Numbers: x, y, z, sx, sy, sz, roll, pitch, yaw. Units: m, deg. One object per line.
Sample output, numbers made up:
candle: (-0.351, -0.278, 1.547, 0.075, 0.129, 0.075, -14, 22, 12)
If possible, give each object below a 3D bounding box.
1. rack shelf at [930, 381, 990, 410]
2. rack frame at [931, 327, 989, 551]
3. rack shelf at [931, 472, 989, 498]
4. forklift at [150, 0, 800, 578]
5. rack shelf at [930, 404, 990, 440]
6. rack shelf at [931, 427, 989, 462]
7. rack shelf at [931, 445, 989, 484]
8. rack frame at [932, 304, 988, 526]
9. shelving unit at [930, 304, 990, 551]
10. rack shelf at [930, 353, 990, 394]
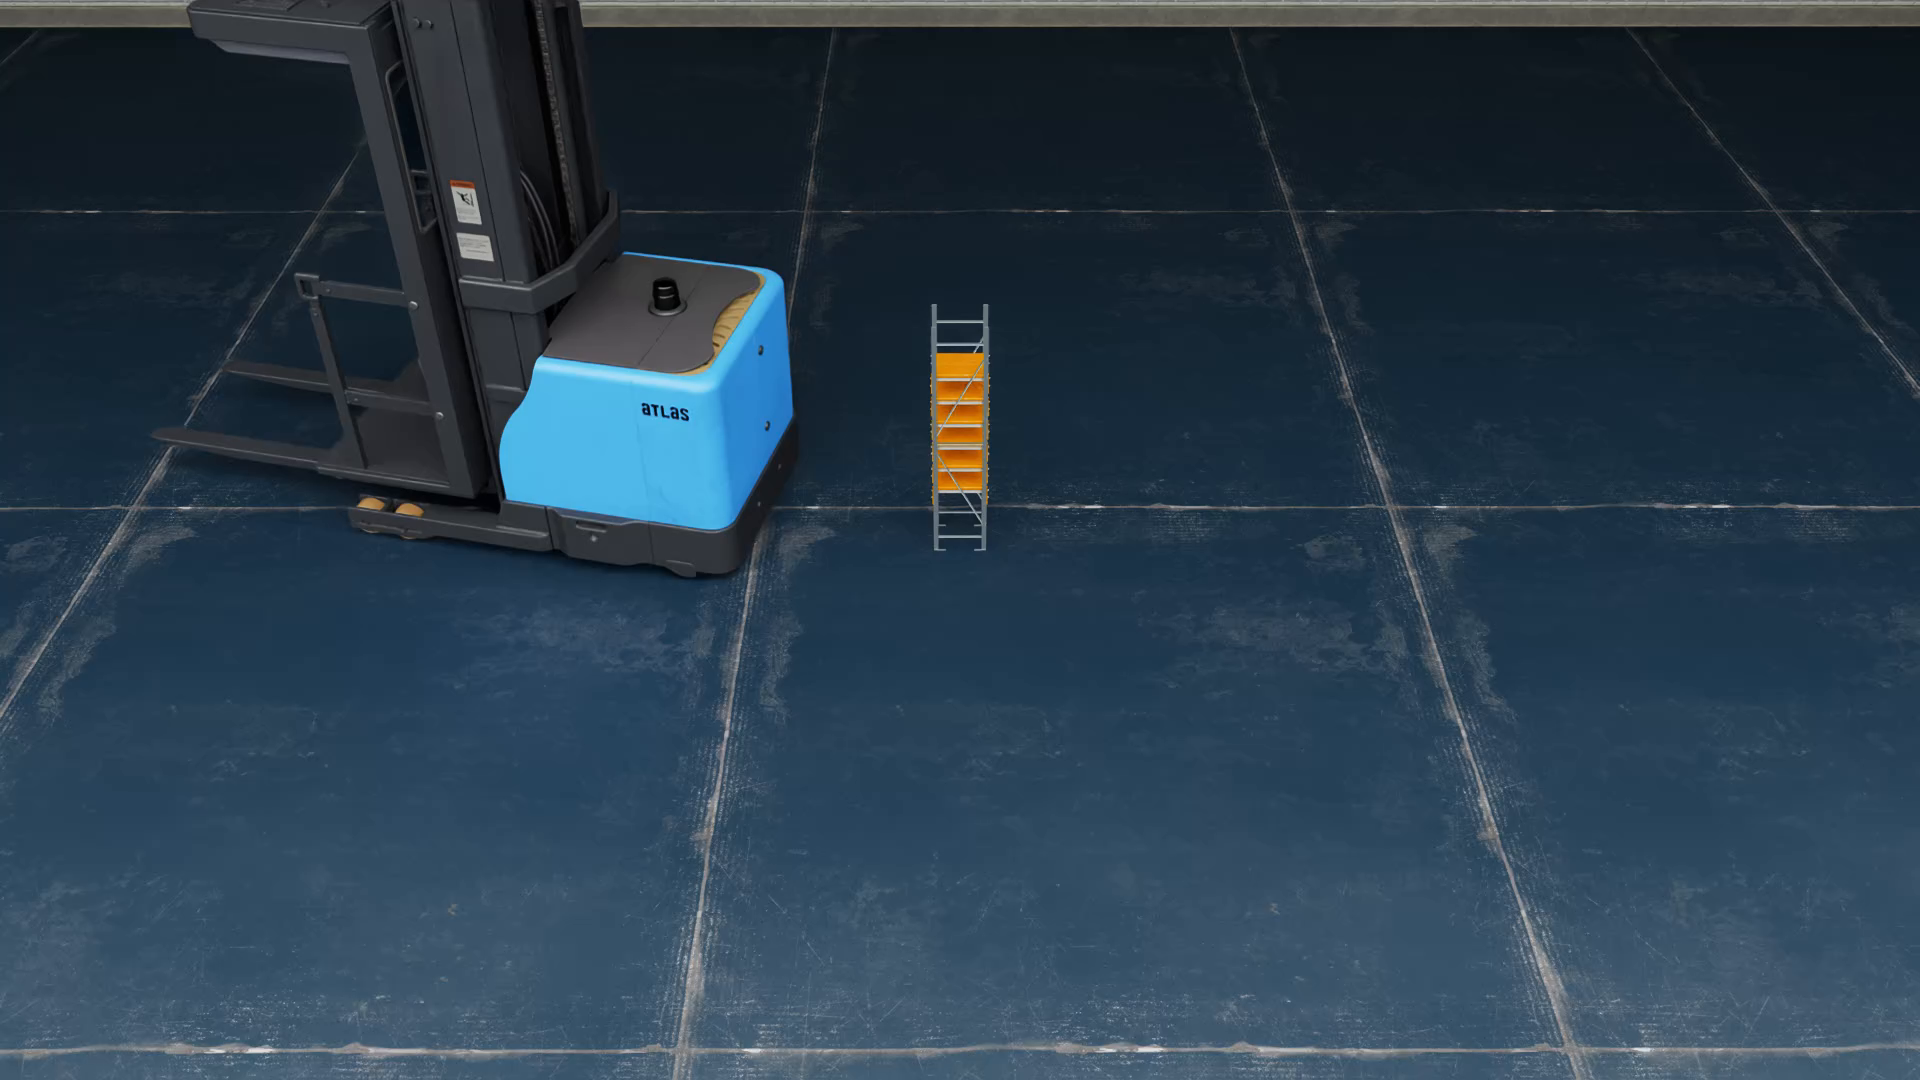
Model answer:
rack shelf: (0.000, -0.630, 7.264, 0.258, 0.103, 0.180, 0, 39, 0)
rack frame: (0.000, -0.420, 7.315, 0.240, 1.200, 0.006, 0, 39, 0)
rack shelf: (0.000, -0.255, 7.564, 0.258, 0.103, 0.180, 0, 39, 0)
forklift: (-2.361, -1.458, 7.226, 3.031, 2.935, 1.130, 8, 39, 10)
rack shelf: (0.000, -0.536, 7.339, 0.258, 0.103, 0.180, 0, 39, 0)
rack shelf: (0.000, -0.443, 7.414, 0.258, 0.103, 0.180, 0, 39, 0)
rack shelf: (0.000, -0.349, 7.489, 0.258, 0.103, 0.180, 0, 39, 0)
rack frame: (0.000, -0.534, 7.457, 0.240, 1.200, 0.006, 0, 39, 0)
shelving unit: (0.000, -0.477, 7.386, 0.258, 1.200, 0.189, 0, 39, 0)
rack shelf: (0.000, -0.724, 7.189, 0.258, 0.103, 0.180, 0, 39, 0)
